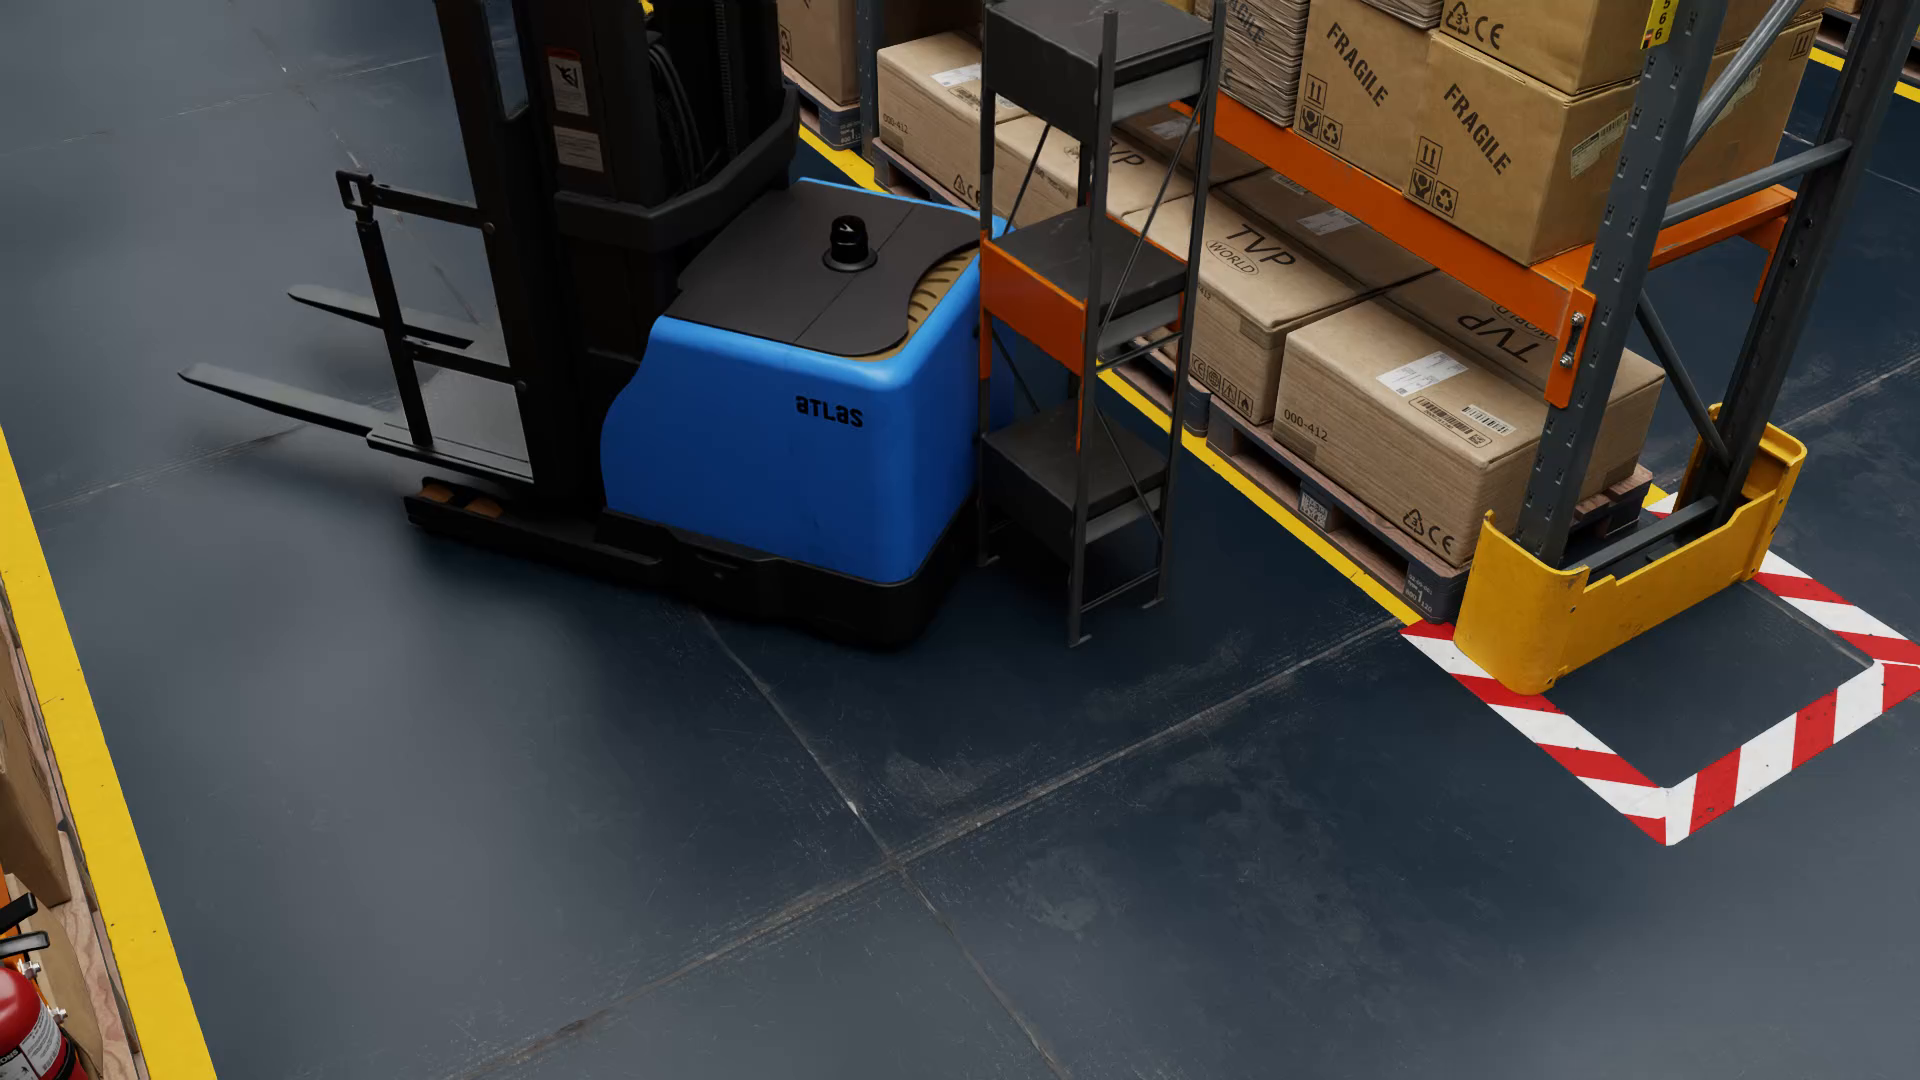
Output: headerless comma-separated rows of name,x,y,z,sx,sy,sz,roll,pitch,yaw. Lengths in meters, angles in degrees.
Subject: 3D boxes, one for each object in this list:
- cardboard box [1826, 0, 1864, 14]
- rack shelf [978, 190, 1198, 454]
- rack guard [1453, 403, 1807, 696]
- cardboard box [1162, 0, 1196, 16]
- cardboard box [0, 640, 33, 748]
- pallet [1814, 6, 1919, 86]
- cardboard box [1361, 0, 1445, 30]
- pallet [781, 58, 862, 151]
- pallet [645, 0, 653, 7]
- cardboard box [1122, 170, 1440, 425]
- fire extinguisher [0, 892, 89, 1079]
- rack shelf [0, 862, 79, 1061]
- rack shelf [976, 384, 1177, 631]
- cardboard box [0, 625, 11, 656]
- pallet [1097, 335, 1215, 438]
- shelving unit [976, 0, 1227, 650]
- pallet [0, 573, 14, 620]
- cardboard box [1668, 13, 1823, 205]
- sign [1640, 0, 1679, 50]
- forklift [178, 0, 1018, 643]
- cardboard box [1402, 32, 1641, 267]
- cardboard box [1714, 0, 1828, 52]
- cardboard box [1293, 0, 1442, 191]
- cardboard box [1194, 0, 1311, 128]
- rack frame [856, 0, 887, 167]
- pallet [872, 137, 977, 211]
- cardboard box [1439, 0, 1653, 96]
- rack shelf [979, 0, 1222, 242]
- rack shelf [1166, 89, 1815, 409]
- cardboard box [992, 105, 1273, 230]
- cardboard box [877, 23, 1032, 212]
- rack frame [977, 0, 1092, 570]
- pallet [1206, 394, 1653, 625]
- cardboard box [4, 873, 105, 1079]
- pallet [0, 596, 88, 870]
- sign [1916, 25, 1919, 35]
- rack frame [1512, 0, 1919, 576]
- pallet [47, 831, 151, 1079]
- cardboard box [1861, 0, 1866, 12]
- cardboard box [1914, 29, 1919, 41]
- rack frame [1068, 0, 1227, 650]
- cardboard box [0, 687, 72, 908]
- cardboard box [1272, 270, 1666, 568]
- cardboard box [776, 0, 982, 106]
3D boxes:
cardboard box,4.761,-2.948,8.844,0.380,0.149,0.250,-23,45,-26
rack shelf,0.367,-0.649,4.910,0.431,0.518,0.480,-25,46,-27
rack guard,2.149,0.015,5.341,1.175,0.500,0.348,-22,45,-24
cardboard box,0.823,-1.990,5.717,0.500,0.500,0.500,-21,44,-23
cardboard box,-2.923,0.394,4.558,0.500,0.500,0.500,-21,44,-24
pallet,5.155,-2.795,8.939,1.003,0.211,1.213,-22,45,-24
cardboard box,1.370,-1.831,4.745,0.500,0.500,0.500,-22,45,-24
pallet,-0.493,-2.436,8.509,1.003,0.211,1.213,-22,45,-24
pallet,-1.154,-3.095,9.300,1.003,0.211,1.213,-22,45,-24
cardboard box,1.197,-0.948,6.218,0.875,0.438,0.875,-21,44,-23
fire extinguisher,-1.579,0.846,2.743,0.296,0.674,0.183,-22,45,-24
rack shelf,-3.123,-0.050,4.029,1.077,0.370,4.000,-22,45,-24
rack shelf,0.367,-0.111,5.358,0.431,0.518,0.480,-25,46,-27
cardboard box,-3.281,0.154,4.847,0.700,0.500,0.500,-24,45,-26
pallet,0.988,-0.949,6.724,1.003,0.211,1.213,-22,45,-24
shelving unit,0.367,-0.659,4.901,0.431,2.100,0.503,-25,46,-27
pallet,-3.830,0.036,5.542,1.003,0.211,1.213,-22,45,-24
cardboard box,2.120,-1.354,4.954,0.500,0.500,0.500,-23,45,-25
sign,1.671,-1.314,3.895,0.100,0.325,0.005,-22,45,-24
forklift,-1.367,-1.402,5.143,3.031,2.935,1.130,15,42,17
cardboard box,1.653,-1.166,4.728,0.500,0.500,0.500,-22,45,-24
cardboard box,2.118,-1.738,4.633,0.500,0.500,0.500,-23,45,-25
cardboard box,1.396,-1.442,5.059,0.500,0.500,0.500,-23,45,-25
cardboard box,1.111,-1.716,5.388,0.500,0.500,0.500,-21,44,-23
rack frame,-0.015,-3.117,7.147,1.000,3.000,0.127,-22,45,-24
pallet,0.328,-1.608,7.515,1.003,0.211,1.213,-22,45,-24
cardboard box,1.676,-1.559,4.418,0.500,0.500,0.500,-21,44,-23
rack shelf,0.367,-1.187,4.462,0.431,0.518,0.480,-25,46,-27
rack shelf,1.060,-1.761,6.082,1.077,0.370,4.000,-22,45,-24
cardboard box,0.714,-1.435,6.803,0.875,0.438,0.875,-24,45,-26
cardboard box,0.232,-1.918,7.382,0.875,0.438,0.875,-23,45,-25
rack frame,0.222,-0.785,5.052,0.400,2.100,0.015,-25,46,-27
pallet,1.640,-0.291,5.935,1.003,0.211,1.213,-22,45,-24
cardboard box,-2.296,1.188,3.604,0.797,0.503,0.637,-24,45,-26
pallet,-3.170,0.695,4.751,1.003,0.211,1.213,-22,45,-24
sign,2.607,-1.509,4.479,0.100,0.325,0.005,-22,45,-24
rack frame,2.136,-0.958,4.556,1.000,3.000,0.127,-22,45,-24
pallet,-2.518,1.353,3.962,1.003,0.211,1.213,-22,45,-24
cardboard box,4.967,-2.833,8.705,0.380,0.149,0.250,-21,44,-23
cardboard box,5.039,-2.670,8.510,0.380,0.149,0.250,-21,44,-24
rack frame,0.511,-0.533,4.750,0.400,2.100,0.015,-25,46,-27
cardboard box,-2.723,0.714,4.174,0.700,0.500,0.500,-20,44,-23
cardboard box,1.697,-0.457,5.628,0.875,0.438,0.875,-24,45,-26
cardboard box,-0.416,-2.769,8.062,0.875,0.875,0.875,-21,44,-23
